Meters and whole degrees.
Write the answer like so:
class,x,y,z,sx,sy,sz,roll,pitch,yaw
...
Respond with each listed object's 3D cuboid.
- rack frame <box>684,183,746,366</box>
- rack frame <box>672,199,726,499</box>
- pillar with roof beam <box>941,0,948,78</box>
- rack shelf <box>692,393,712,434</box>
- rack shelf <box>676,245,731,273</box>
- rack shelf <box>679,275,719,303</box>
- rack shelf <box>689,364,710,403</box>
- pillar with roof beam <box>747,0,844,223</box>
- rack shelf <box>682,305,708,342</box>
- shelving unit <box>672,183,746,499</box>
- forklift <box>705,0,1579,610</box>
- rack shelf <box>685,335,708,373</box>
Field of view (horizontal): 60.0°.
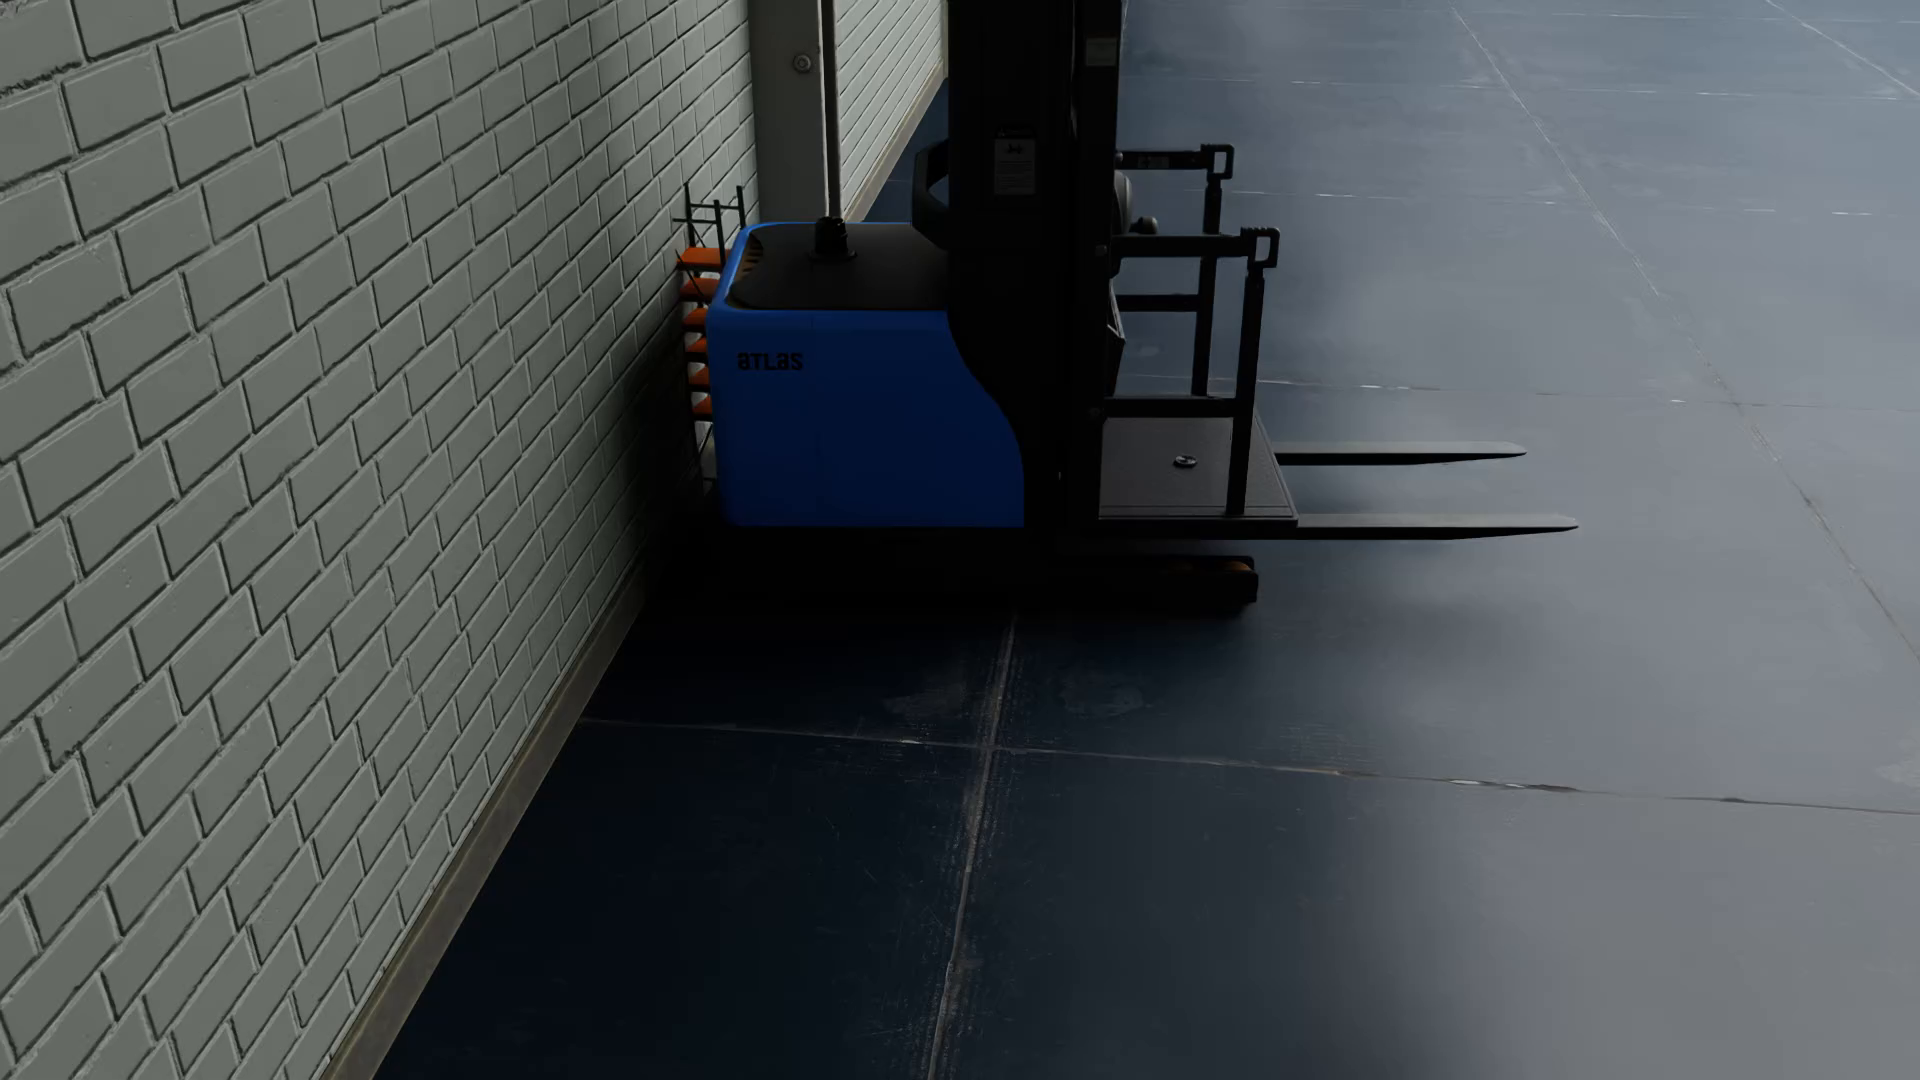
class,x,y,z,sx,sy,sz,roll,pitch,yaw
rack frame,-0.880,-0.769,6.365,0.240,1.200,0.006,7,29,18
rack frame,-0.940,-0.688,6.213,0.240,1.200,0.006,7,29,18
pillar with roof beam,4.296,-7.383,10.467,9.100,9.000,0.400,3,28,6
rack shelf,-0.896,-0.476,6.419,0.258,0.103,0.180,7,29,18
rack shelf,-0.925,-1.009,6.144,0.258,0.103,0.180,7,29,18
rack shelf,-0.919,-0.902,6.199,0.258,0.103,0.180,7,29,18
rack shelf,-0.902,-0.582,6.364,0.258,0.103,0.180,7,29,18
pillar with roof beam,3.561,-4.559,5.225,9.100,9.000,0.400,3,28,6
rack shelf,-0.913,-0.795,6.254,0.258,0.103,0.180,7,29,18
shelving unit,-0.910,-0.728,6.289,0.258,1.200,0.189,7,29,18
forklift,0.672,-1.301,5.575,3.031,2.935,1.130,0,28,0
rack shelf,-0.908,-0.689,6.309,0.258,0.103,0.180,7,29,18
